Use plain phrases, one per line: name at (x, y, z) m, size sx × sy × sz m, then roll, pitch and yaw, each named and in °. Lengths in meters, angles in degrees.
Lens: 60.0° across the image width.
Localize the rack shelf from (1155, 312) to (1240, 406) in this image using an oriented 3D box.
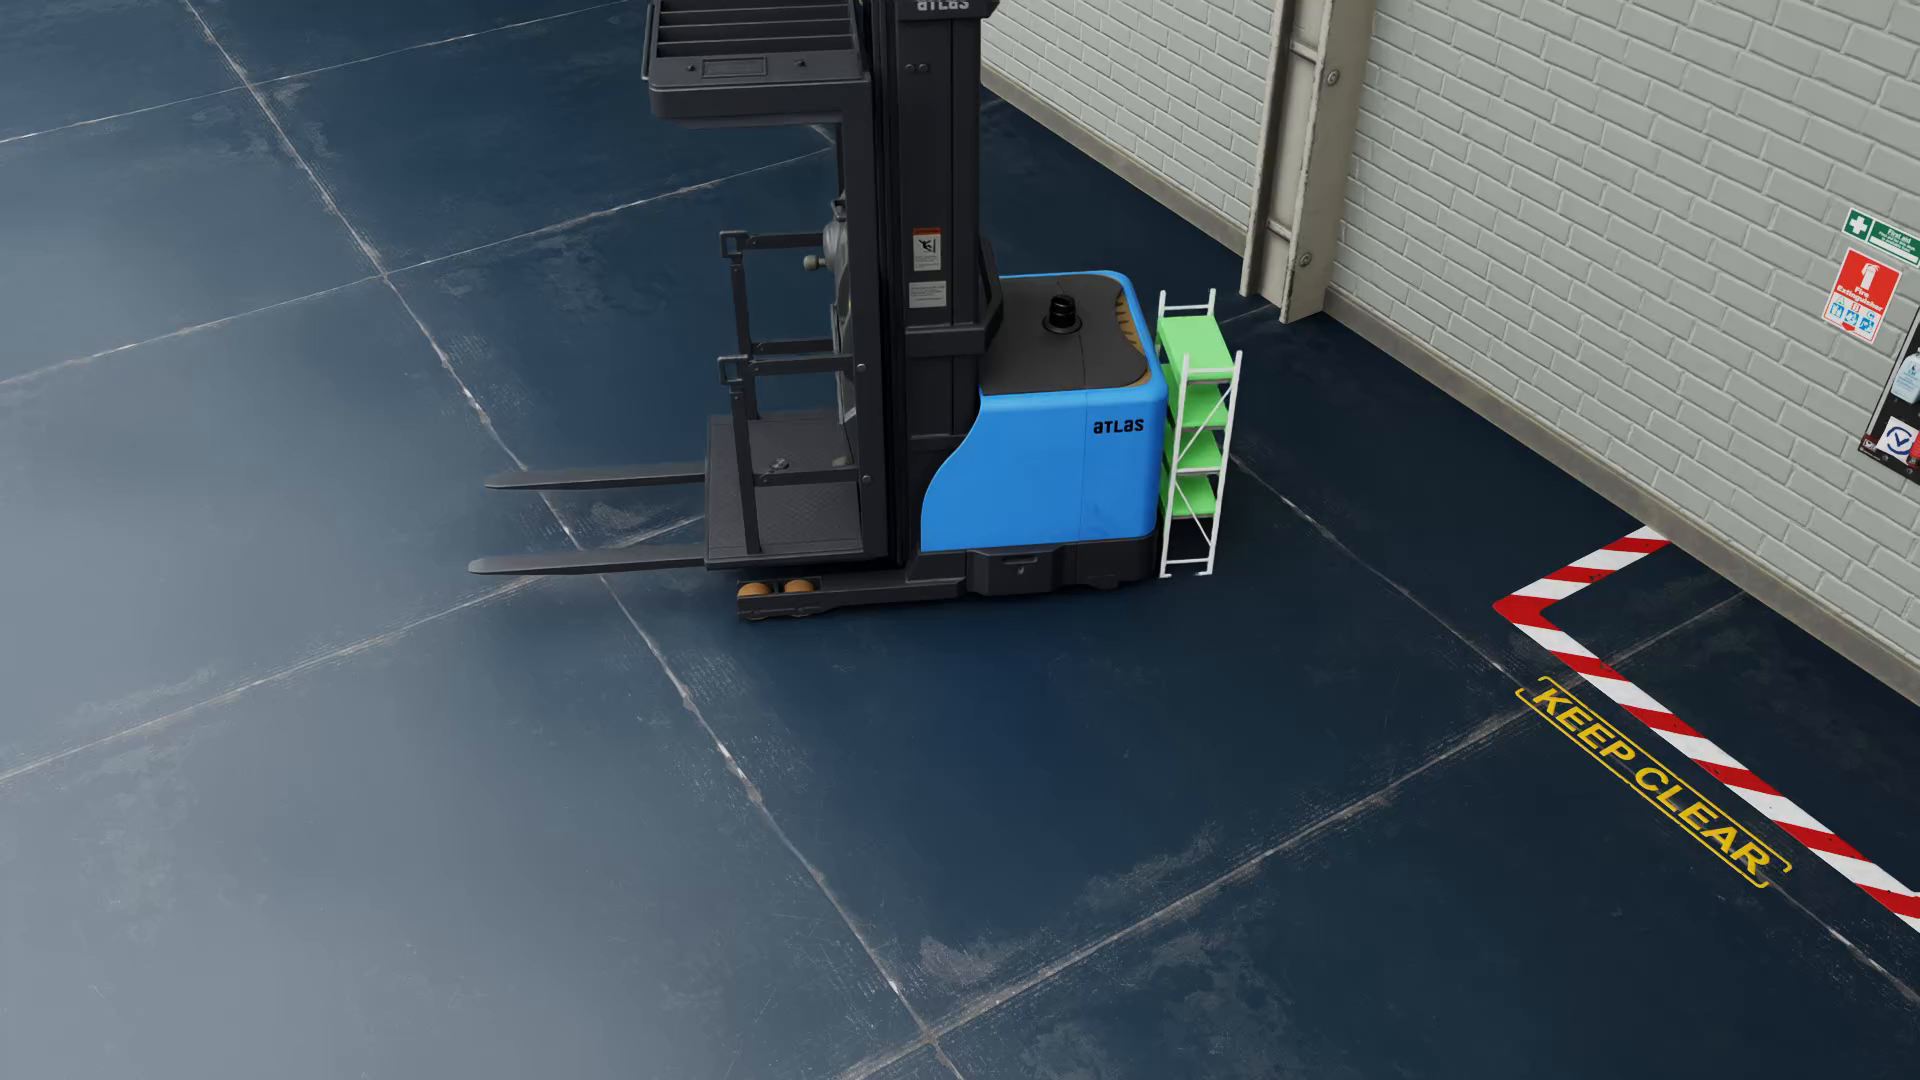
rack shelf at (1.007, -0.778, 7.095) m, size 0.258 × 0.148 × 0.480 m, roll -4°, pitch 40°, yaw -5°

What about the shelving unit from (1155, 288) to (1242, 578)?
shelving unit at (1.004, -0.458, 7.361) m, size 0.258 × 1.200 × 0.503 m, roll -4°, pitch 40°, yaw -5°

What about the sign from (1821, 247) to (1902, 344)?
sign at (3.536, -0.959, 6.530) m, size 0.001 × 0.329 × 0.234 m, roll -22°, pitch 45°, yaw -24°

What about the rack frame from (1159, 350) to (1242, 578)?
rack frame at (1.029, -0.303, 7.174) m, size 0.240 × 1.200 × 0.015 m, roll -4°, pitch 40°, yaw -5°

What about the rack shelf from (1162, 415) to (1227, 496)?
rack shelf at (1.003, -0.409, 7.402) m, size 0.258 × 0.148 × 0.480 m, roll -4°, pitch 40°, yaw -5°

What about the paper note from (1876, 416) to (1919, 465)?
paper note at (3.710, -0.392, 6.566) m, size 0.016 × 0.148 × 0.142 m, roll -22°, pitch 45°, yaw -24°

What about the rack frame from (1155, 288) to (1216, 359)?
rack frame at (0.978, -0.613, 7.547) m, size 0.240 × 1.200 × 0.015 m, roll -4°, pitch 40°, yaw -5°

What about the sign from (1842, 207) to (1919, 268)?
sign at (3.531, -1.157, 6.353) m, size 0.001 × 0.109 × 0.331 m, roll -22°, pitch 45°, yaw -24°

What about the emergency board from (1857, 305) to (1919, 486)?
emergency board at (3.747, -0.611, 6.140) m, size 0.194 × 1.169 × 0.643 m, roll -22°, pitch 45°, yaw -24°

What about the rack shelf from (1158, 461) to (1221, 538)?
rack shelf at (1.002, -0.224, 7.555) m, size 0.258 × 0.148 × 0.480 m, roll -4°, pitch 40°, yaw -5°

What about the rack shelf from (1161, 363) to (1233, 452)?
rack shelf at (1.005, -0.593, 7.248) m, size 0.258 × 0.148 × 0.480 m, roll -4°, pitch 40°, yaw -5°

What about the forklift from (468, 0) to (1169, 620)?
forklift at (-0.672, -1.131, 6.818) m, size 3.031 × 2.935 × 1.130 m, roll -4°, pitch 40°, yaw -5°

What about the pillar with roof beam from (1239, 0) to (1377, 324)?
pillar with roof beam at (-1.813, -3.326, 4.712) m, size 9.100 × 9.000 × 0.400 m, roll -22°, pitch 45°, yaw -24°
